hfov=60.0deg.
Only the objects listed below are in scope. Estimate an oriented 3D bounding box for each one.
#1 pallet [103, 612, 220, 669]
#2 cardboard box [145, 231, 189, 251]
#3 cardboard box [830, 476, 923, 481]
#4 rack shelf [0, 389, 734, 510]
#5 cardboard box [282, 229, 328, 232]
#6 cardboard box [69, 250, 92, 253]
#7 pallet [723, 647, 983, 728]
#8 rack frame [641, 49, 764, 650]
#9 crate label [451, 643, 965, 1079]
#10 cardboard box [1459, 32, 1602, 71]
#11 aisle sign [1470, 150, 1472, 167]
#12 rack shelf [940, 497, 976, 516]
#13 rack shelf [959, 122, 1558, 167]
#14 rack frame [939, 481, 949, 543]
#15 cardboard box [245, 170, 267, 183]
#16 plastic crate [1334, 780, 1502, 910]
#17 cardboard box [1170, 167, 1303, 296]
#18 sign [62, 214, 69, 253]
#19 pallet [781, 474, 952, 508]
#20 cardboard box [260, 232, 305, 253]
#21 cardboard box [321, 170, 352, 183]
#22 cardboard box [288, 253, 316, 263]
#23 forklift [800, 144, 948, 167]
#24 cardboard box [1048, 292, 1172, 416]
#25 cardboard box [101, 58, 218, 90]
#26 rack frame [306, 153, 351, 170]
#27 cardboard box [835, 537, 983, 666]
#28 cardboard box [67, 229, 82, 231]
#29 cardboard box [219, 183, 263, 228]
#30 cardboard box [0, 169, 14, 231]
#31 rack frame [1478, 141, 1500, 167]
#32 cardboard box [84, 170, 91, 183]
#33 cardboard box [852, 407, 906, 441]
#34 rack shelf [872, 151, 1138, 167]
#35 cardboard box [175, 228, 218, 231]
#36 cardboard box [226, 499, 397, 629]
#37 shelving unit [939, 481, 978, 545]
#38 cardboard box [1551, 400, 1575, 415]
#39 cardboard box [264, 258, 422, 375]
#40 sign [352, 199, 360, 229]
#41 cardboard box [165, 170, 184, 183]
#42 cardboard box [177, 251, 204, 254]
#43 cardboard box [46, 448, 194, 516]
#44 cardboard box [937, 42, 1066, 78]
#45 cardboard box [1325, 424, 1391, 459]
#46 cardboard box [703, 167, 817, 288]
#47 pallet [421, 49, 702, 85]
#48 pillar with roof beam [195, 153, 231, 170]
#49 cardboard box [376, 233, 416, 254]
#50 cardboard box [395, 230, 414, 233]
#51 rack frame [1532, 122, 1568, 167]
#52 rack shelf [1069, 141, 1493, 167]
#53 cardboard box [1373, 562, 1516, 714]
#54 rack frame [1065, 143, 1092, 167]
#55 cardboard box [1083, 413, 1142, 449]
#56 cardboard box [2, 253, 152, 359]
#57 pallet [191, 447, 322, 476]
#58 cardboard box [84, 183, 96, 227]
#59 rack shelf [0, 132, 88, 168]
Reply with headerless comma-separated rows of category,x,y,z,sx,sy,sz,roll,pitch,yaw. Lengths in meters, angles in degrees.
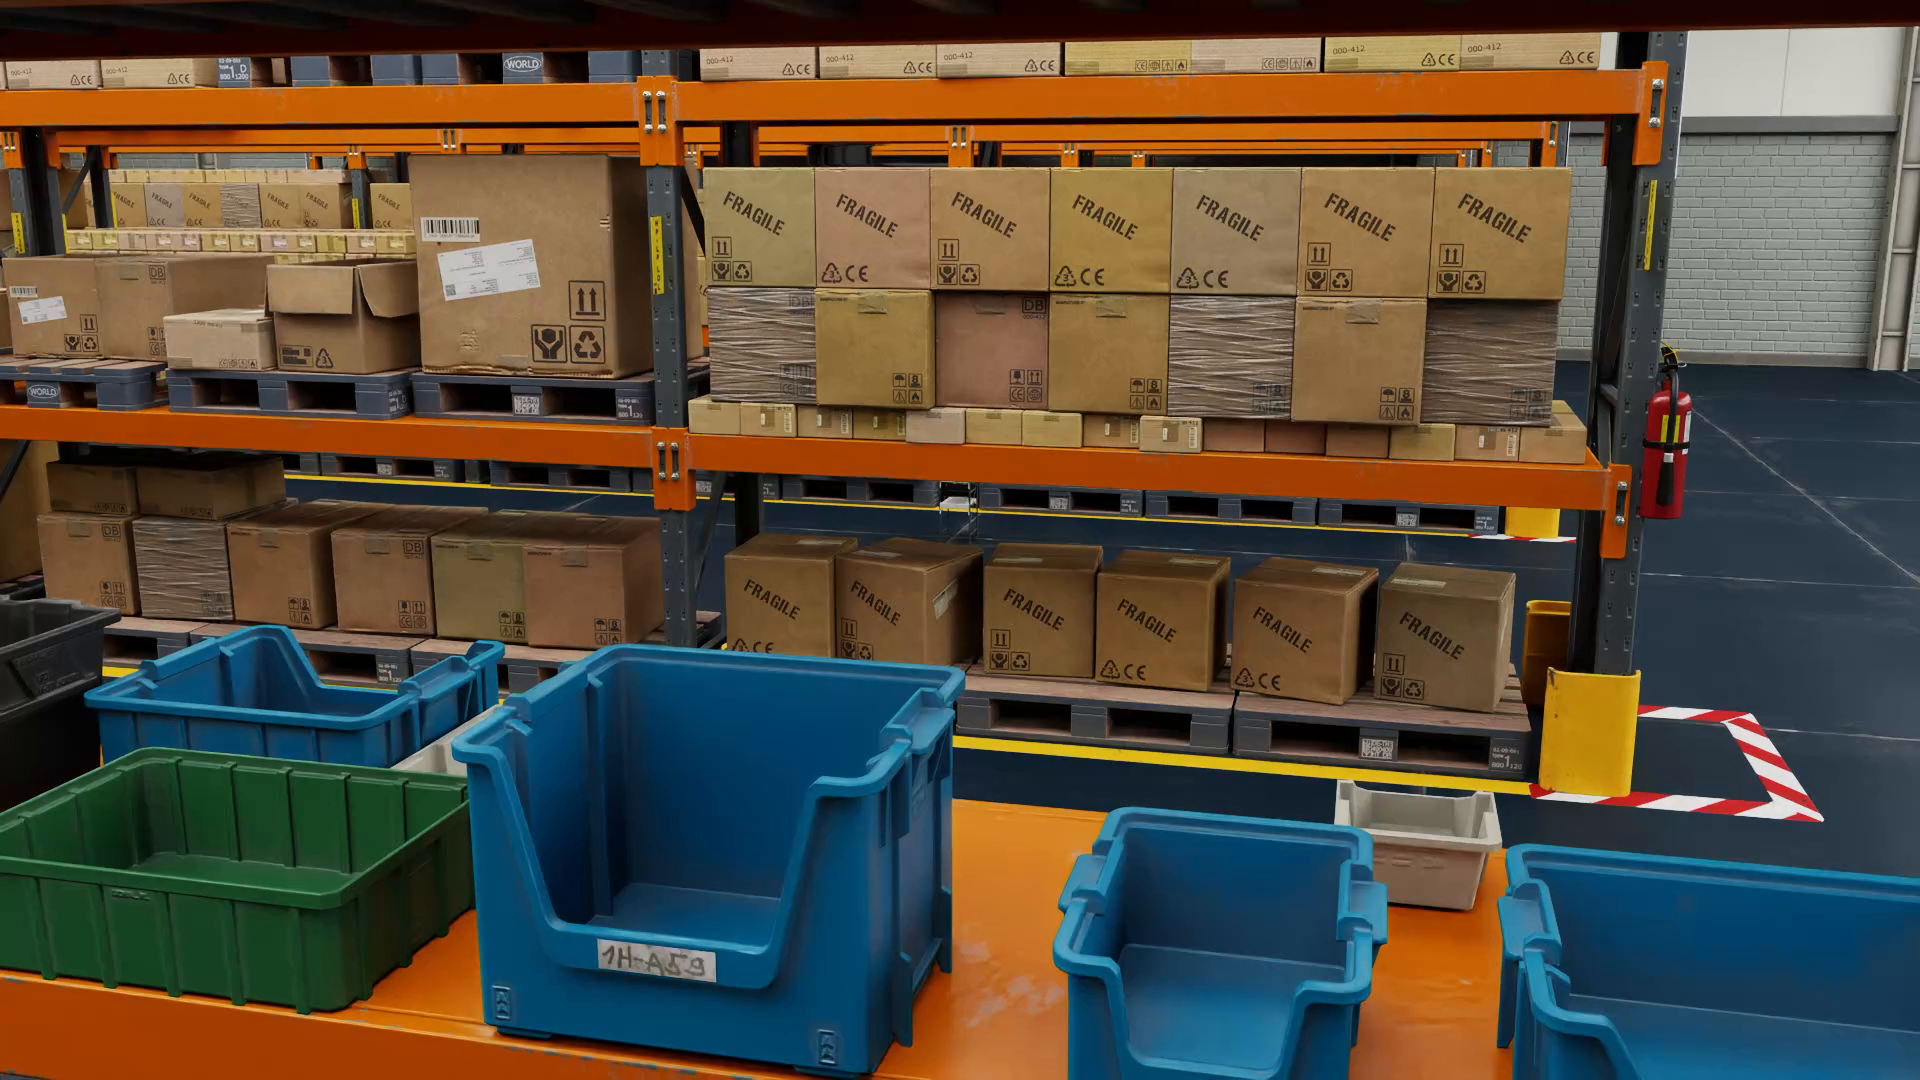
pallet,-4.294,0.423,8.842,1.213,0.211,1.003,3,13,14
cardboard box,-6.366,-2.427,13.485,0.250,0.149,0.380,3,13,13
cardboard box,-0.507,-0.930,12.724,0.750,0.750,1.050,3,13,13
rack shelf,-3.111,-0.525,8.334,4.000,0.370,1.077,3,13,14
cardboard box,-5.445,-2.523,13.917,0.250,0.149,0.380,3,13,15
cardboard box,-7.125,-2.322,13.700,0.250,0.149,0.380,3,13,12
pallet,-0.509,0.617,7.967,1.213,0.211,1.003,3,13,14
rack frame,-1.169,-0.772,7.789,0.127,3.000,1.000,3,13,14
crate label,-0.324,0.421,2.329,0.616,0.435,0.502,3,13,14
cardboard box,2.185,-1.927,6.416,0.500,0.250,0.500,3,13,15
aisle sign,6.268,-4.896,20.376,0.004,0.787,0.394,3,13,14
rack shelf,-0.008,-0.231,11.184,0.200,0.077,0.258,3,13,14
rack shelf,2.059,-2.819,11.751,4.000,0.370,1.077,3,13,14
rack frame,-0.107,-0.445,11.162,0.006,0.900,0.240,3,13,14
cardboard box,-7.908,-4.140,18.933,0.250,0.149,0.380,3,13,13
plastic crate,0.736,0.492,2.701,0.250,0.136,0.298,3,13,14
cardboard box,1.150,-1.274,6.827,0.500,0.500,0.500,3,13,14
sign,-4.932,-1.621,9.124,0.005,0.325,0.100,3,13,14
pallet,-0.650,-0.473,12.877,1.213,0.211,1.003,3,13,14
cardboard box,-5.342,-2.373,13.242,0.250,0.149,0.380,3,13,14
cardboard box,-6.937,-4.074,18.634,0.250,0.149,0.380,3,13,12
cardboard box,-5.113,-2.215,13.214,0.250,0.149,0.380,3,13,14
forklift,-0.574,-2.364,15.122,3.031,2.935,1.130,-4,13,-19
cardboard box,0.715,-0.857,7.254,0.500,0.500,0.875,3,13,14
cardboard box,-3.658,-2.242,7.833,0.500,0.250,0.500,3,13,15
rack frame,-9.260,-4.523,24.694,0.127,3.000,1.000,3,13,14
cardboard box,-0.232,0.300,7.756,0.500,0.500,0.500,8,15,31
cardboard box,-7.377,-2.481,13.727,0.250,0.149,0.380,4,13,16
cardboard box,-8.073,-3.827,19.019,0.500,0.500,0.500,3,13,14
cardboard box,-8.171,-2.875,14.040,0.500,0.500,0.500,3,13,12
rack frame,5.089,-2.648,16.246,0.127,3.000,1.000,3,13,14
cardboard box,-10.167,-4.256,19.454,0.250,0.149,0.380,3,13,15
cardboard box,-0.298,-0.541,7.328,0.250,0.149,0.380,3,13,14
rack shelf,0.449,-5.117,22.108,4.000,0.370,1.077,3,13,14
cardboard box,-6.447,-2.577,14.160,0.250,0.149,0.380,3,13,13
cardboard box,-3.304,0.110,8.566,0.500,0.500,0.700,4,13,18
shelving unit,-0.008,-0.440,11.138,0.210,0.900,0.258,3,13,14
cardboard box,2.495,-0.507,7.173,0.250,0.149,0.380,3,13,14
cardboard box,-2.874,-1.098,8.050,0.637,0.503,0.797,4,13,19
sign,-6.693,-3.616,18.424,0.005,0.325,0.100,3,13,14
cardboard box,-8.911,-4.185,19.136,0.250,0.149,0.380,3,13,14
cardboard box,-6.102,-2.268,13.457,0.250,0.149,0.380,3,13,13
cardboard box,-4.395,-0.312,8.738,0.500,0.250,0.500,4,13,16
cardboard box,0.201,-2.032,6.887,0.500,0.250,0.500,3,13,11
cardboard box,1.652,-0.445,6.893,0.250,0.149,0.380,3,13,14
cardboard box,-0.793,-1.377,7.291,0.500,0.500,0.500,3,13,14
pallet,-1.743,-2.199,7.729,1.003,0.211,1.213,3,13,14
pillar with roof beam,-12.693,-6.876,21.449,0.400,9.000,9.100,3,13,14
cardboard box,-4.352,-2.319,12.999,0.250,0.149,0.380,3,13,11
cardboard box,-4.430,-2.468,13.671,0.250,0.149,0.380,3,13,12
rack frame,4.001,-1.602,11.530,0.127,3.000,1.000,3,13,14
rack shelf,3.147,-3.865,16.467,4.000,0.370,1.077,3,13,14
cardboard box,2.112,0.415,7.240,0.500,0.500,0.500,6,14,24
rack frame,1.205,-2.856,17.182,0.127,3.000,1.000,3,13,14
cardboard box,0.681,-0.497,7.127,0.250,0.149,0.380,3,13,14
cardboard box,-4.519,-1.214,8.579,0.500,0.500,0.500,1,13,7
pallet,-5.705,-0.761,14.175,1.213,0.211,1.003,3,13,14
cardboard box,-10.047,-3.931,19.487,0.500,0.500,0.500,3,13,12
rack shelf,-9.591,-3.442,14.558,4.000,0.370,1.077,3,13,14
